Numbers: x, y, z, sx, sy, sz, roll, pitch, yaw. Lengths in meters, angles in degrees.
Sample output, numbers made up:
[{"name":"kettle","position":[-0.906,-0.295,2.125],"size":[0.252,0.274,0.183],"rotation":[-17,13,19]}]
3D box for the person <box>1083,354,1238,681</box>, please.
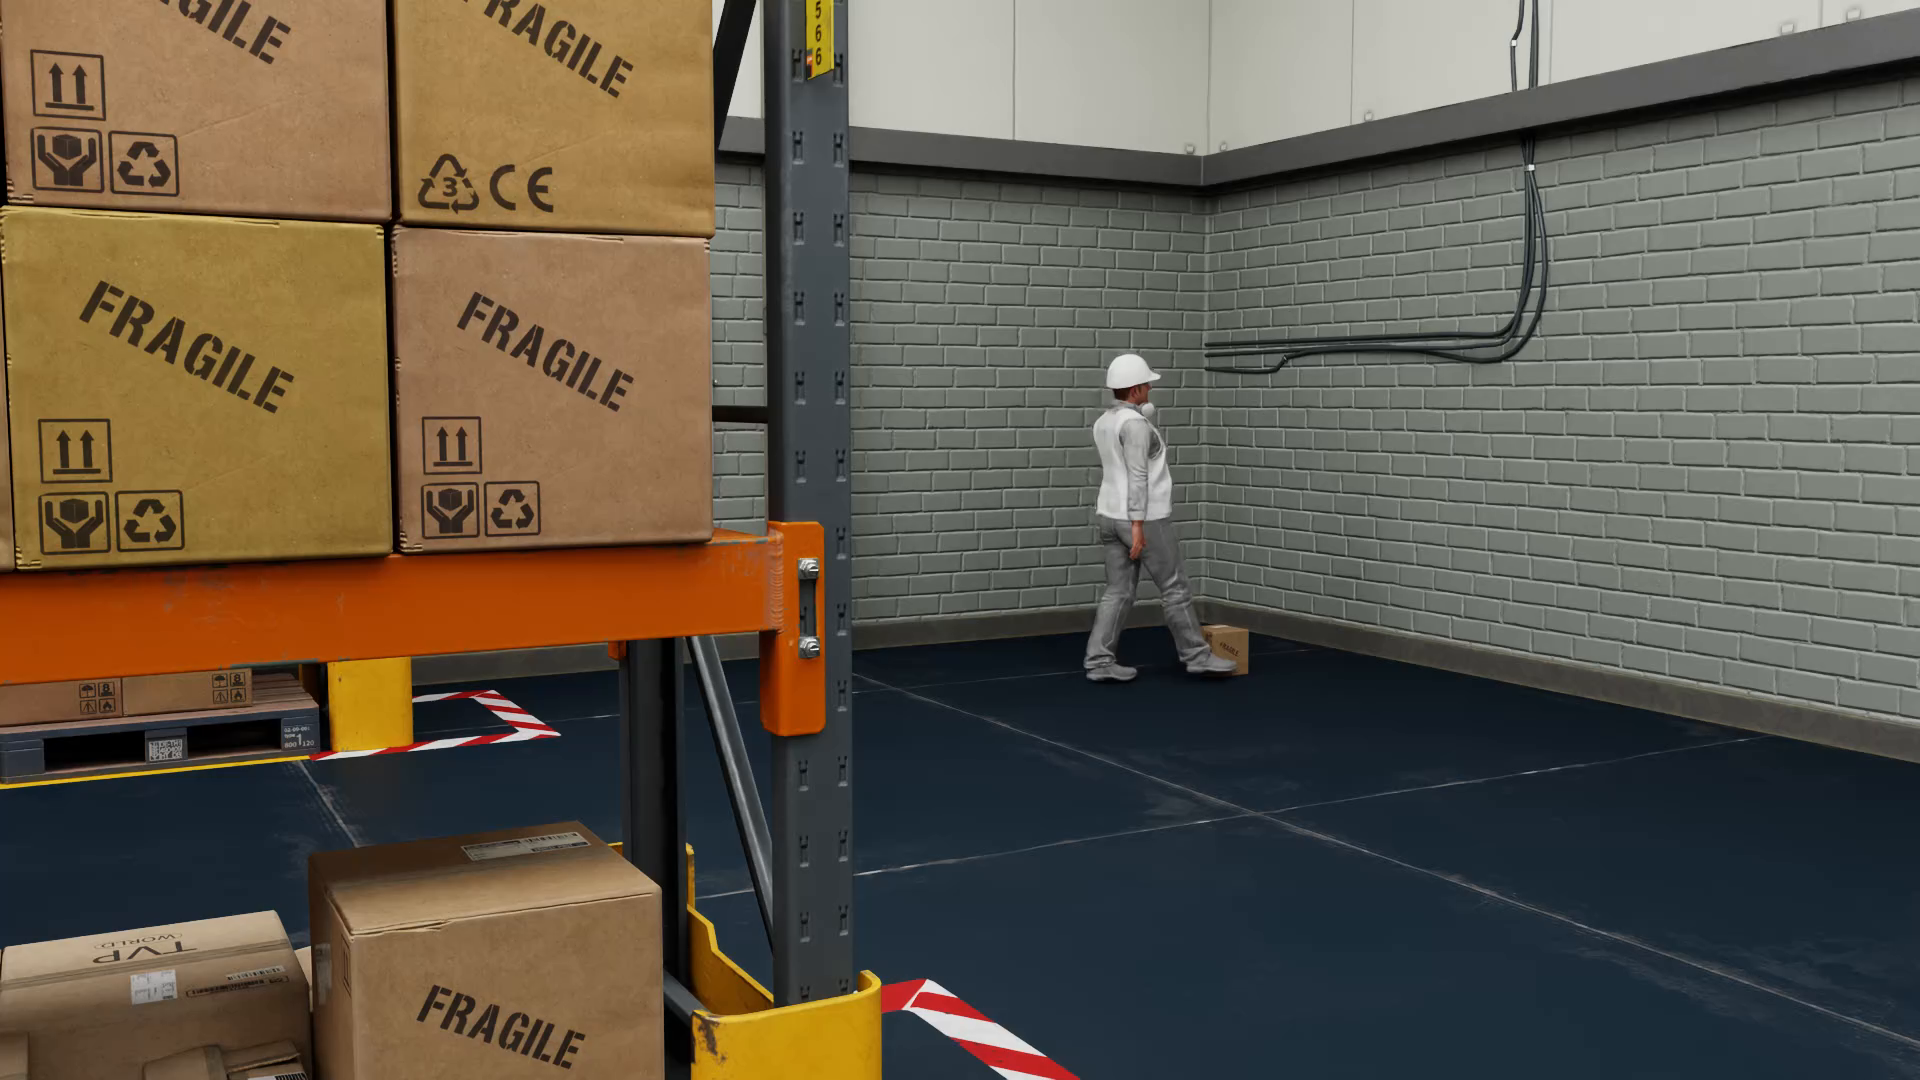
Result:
[{"name":"person","position":[1.062,-0.122,8.977],"size":[0.849,1.749,0.587],"rotation":[-2,6,-26]}]
